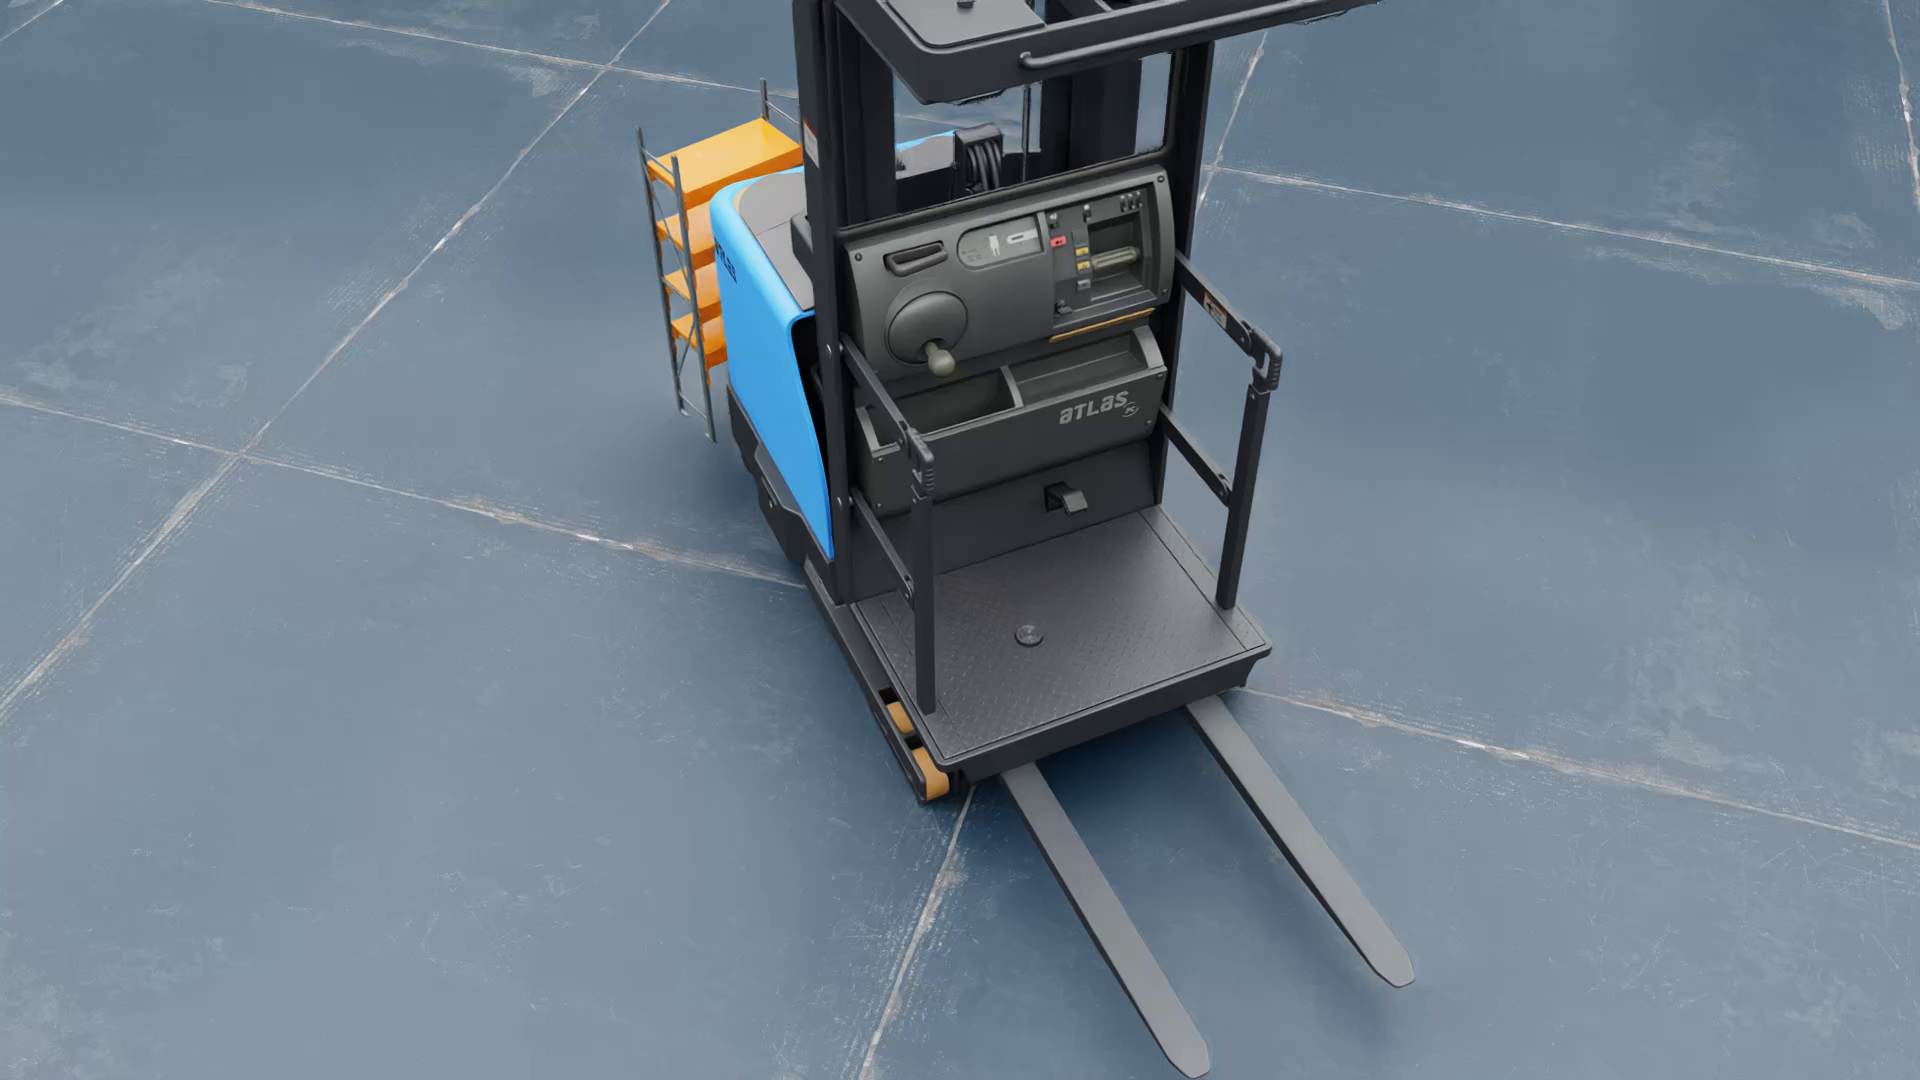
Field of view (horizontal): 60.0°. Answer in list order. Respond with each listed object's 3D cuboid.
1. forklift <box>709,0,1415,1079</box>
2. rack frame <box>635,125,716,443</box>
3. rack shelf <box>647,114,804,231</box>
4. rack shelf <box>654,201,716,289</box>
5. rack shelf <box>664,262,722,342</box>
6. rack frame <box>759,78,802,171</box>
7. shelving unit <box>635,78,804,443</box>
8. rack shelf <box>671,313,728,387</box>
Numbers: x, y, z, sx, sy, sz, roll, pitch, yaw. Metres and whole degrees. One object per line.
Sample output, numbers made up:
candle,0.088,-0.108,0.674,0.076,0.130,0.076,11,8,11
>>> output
forklift,0.242,-0.624,4.292,1.130,2.935,3.031,-18,47,-17
rack frame,-0.978,-0.855,5.766,0.015,1.200,0.240,-29,52,-27
rack shelf,-0.788,-1.243,5.600,0.480,0.148,0.258,-29,52,-27
rack shelf,-0.788,-1.074,5.766,0.480,0.148,0.258,-29,52,-27
rack shelf,-0.788,-0.914,5.922,0.480,0.148,0.258,-29,52,-27
rack frame,-0.598,-1.069,5.985,0.015,1.200,0.240,-29,52,-27
shelving unit,-0.788,-0.962,5.875,0.503,1.200,0.258,-29,52,-27
rack shelf,-0.788,-0.772,6.061,0.480,0.148,0.258,-29,52,-27
